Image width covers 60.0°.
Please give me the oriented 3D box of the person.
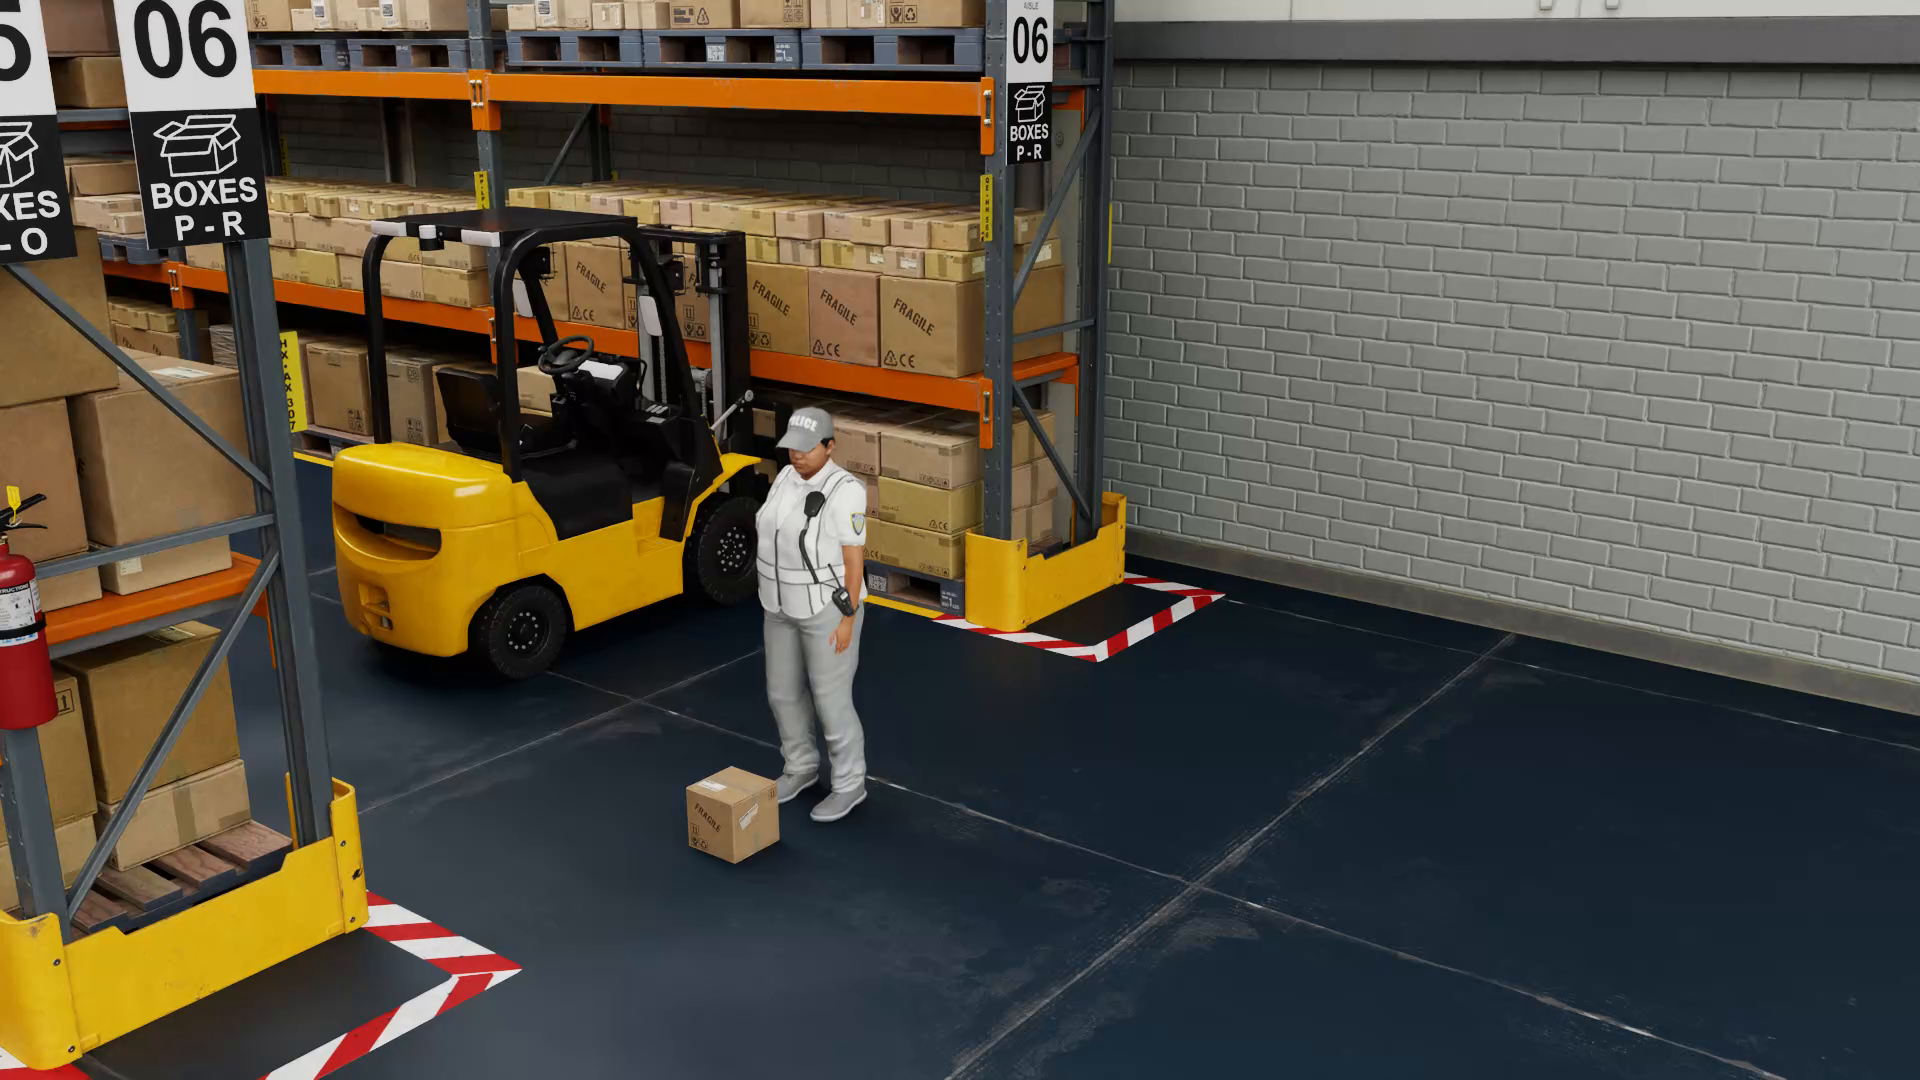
[{"bbox_3d":[-0.596,0.358,6.638,0.425,1.354,0.380,13,21,36],"label":"person"}]
